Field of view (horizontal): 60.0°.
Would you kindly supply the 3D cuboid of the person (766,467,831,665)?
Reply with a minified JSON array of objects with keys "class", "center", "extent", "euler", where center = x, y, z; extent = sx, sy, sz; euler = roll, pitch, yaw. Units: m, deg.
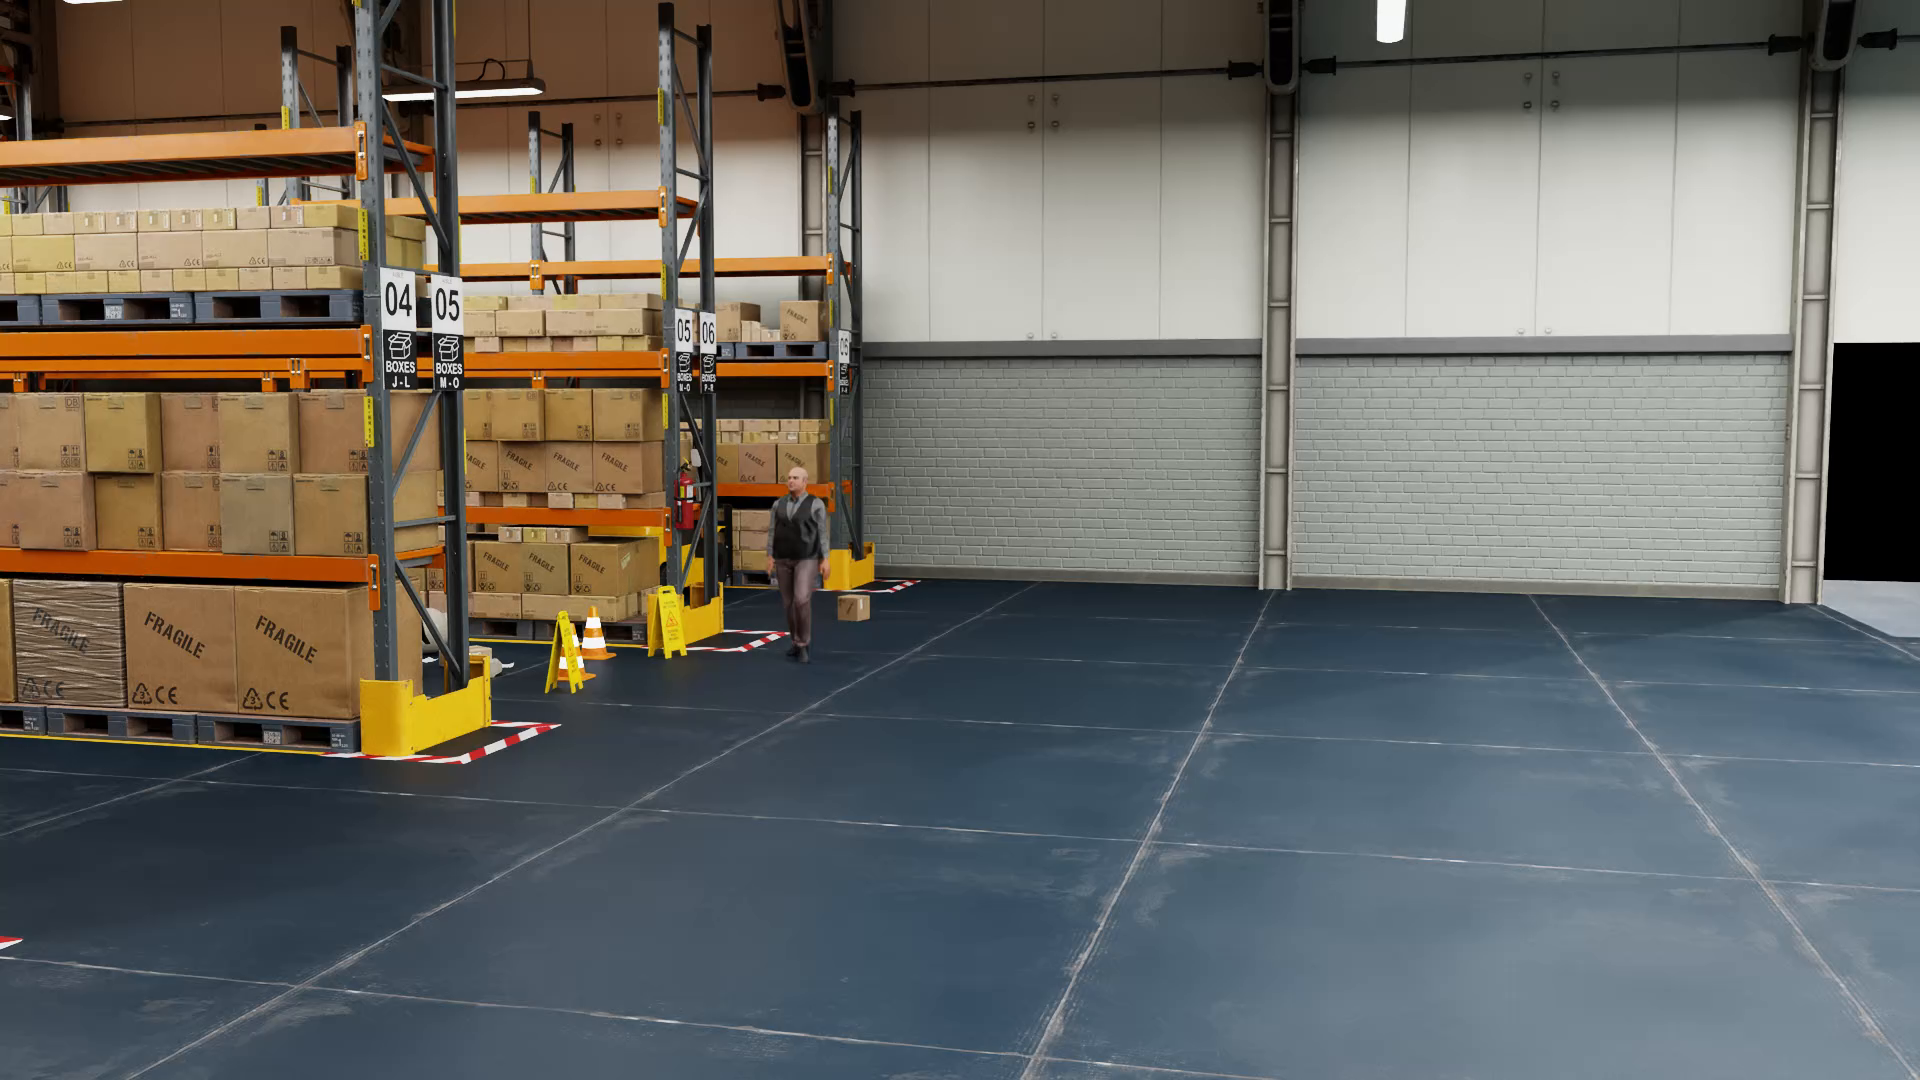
[{"class":"person","center":[-1.476,0.240,14.927],"extent":[0.569,1.784,0.539],"euler":[2,5,21]}]
